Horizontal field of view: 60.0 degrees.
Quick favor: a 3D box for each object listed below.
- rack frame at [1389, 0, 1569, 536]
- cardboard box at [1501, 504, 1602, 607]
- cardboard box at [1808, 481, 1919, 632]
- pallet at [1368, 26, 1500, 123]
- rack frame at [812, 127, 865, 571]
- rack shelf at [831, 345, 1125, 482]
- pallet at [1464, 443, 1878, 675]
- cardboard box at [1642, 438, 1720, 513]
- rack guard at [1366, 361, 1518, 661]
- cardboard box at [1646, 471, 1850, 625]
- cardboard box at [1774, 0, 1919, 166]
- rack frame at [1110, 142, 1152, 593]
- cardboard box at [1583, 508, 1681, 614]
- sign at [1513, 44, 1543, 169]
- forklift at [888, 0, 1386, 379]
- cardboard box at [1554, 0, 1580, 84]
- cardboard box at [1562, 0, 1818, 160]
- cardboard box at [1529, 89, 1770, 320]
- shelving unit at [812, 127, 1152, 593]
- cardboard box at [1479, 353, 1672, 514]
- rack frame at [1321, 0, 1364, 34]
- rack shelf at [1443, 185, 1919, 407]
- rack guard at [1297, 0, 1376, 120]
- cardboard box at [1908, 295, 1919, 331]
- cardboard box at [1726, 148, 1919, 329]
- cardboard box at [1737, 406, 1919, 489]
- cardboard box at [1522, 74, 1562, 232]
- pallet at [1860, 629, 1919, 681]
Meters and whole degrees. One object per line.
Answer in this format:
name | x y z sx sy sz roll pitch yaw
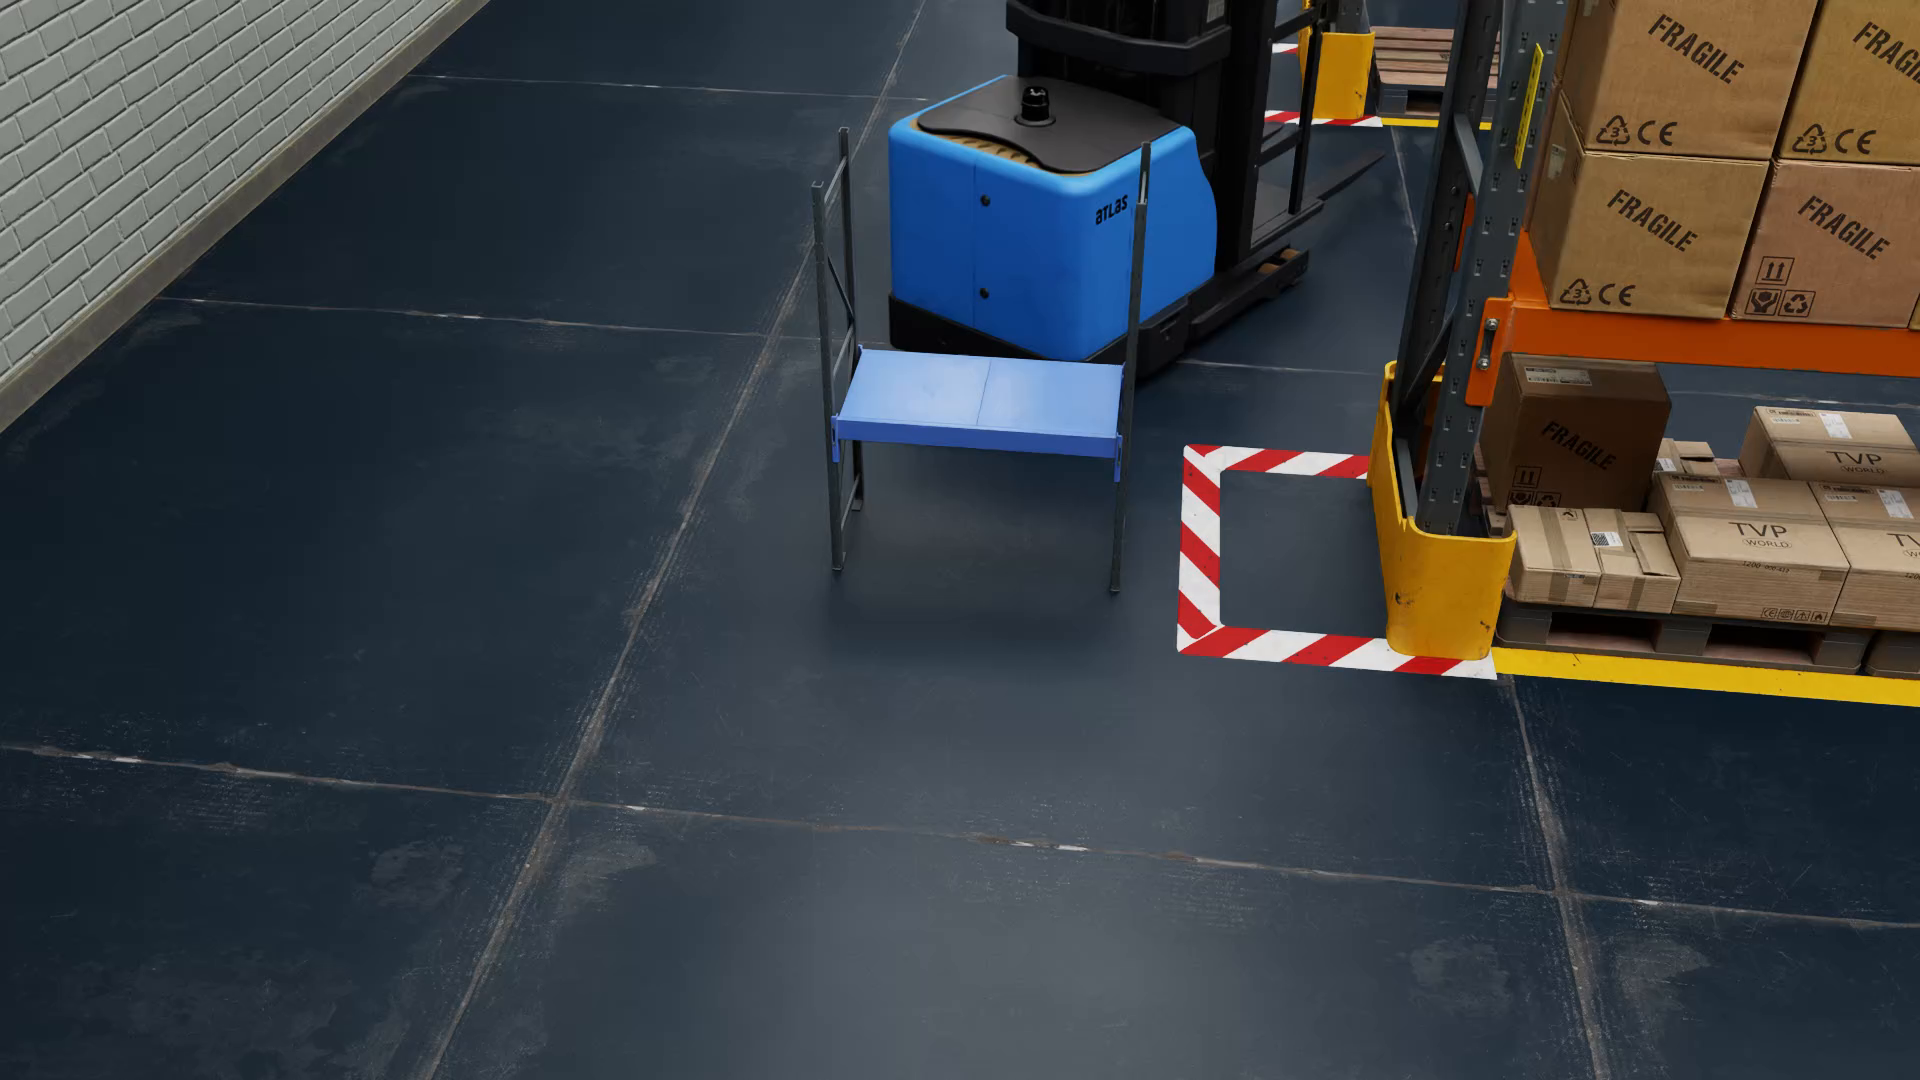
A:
rack frame | 1.641 -1.160 5.293 0.127 3.000 1.000 4 36 6
cardboard box | 2.013 0.051 5.672 0.250 0.149 0.380 4 36 6
cardboard box | 3.136 0.058 5.575 0.500 0.250 0.500 4 36 6
pallet | 3.089 -2.795 9.985 1.213 0.211 1.003 4 36 6
rack frame | -0.420 -0.642 5.858 0.032 1.500 0.500 4 36 6
rack shelf | 0.085 -0.458 5.910 1.000 0.185 0.538 4 36 6
pallet | 2.507 0.040 6.013 1.213 0.211 1.003 4 36 6
cardboard box | 2.602 -0.205 6.016 0.250 0.166 0.380 4 36 6
rack guard | 1.716 -0.137 6.011 0.348 0.500 1.175 4 36 6
cardboard box | 2.640 0.021 5.626 0.500 0.250 0.500 4 36 6
cardboard box | 2.567 -1.388 4.666 0.500 0.500 0.500 5 36 6
rack frame | 0.589 -0.567 5.753 0.032 1.500 0.500 4 36 6
cardboard box | 2.260 0.062 5.641 0.250 0.166 0.380 4 36 6
sign | 1.572 -1.199 4.603 0.005 0.325 0.100 4 36 6
forklift | 1.014 -2.495 7.223 1.130 2.935 3.031 26 43 31
cardboard box | 2.117 -1.733 5.149 0.500 0.500 0.500 4 36 6
cardboard box | 2.048 -1.423 4.714 0.500 0.500 0.500 5 36 7
cardboard box | 2.048 -1.016 5.005 0.500 0.500 0.500 5 36 7
shelving unit | 0.085 -0.604 5.805 1.048 1.500 0.538 4 36 6
cardboard box | 2.212 -0.423 6.034 0.500 0.500 0.500 4 36 6
rack frame | 2.276 -4.013 9.291 0.127 3.000 1.000 4 36 6
rack shelf | 3.625 -0.719 5.294 4.000 0.370 1.077 4 36 6
rack guard | 2.250 -2.990 10.010 0.348 0.500 1.175 4 36 6
cardboard box | 3.057 -0.942 4.901 0.500 0.500 0.500 4 36 6
cardboard box | 2.560 -0.980 4.956 0.500 0.500 0.500 4 36 5
cardboard box | 3.150 -0.234 5.983 0.500 0.250 0.500 4 36 6
cardboard box | 2.120 -1.324 5.437 0.500 0.500 0.500 5 36 7
pallet | 3.714 0.131 5.885 1.213 0.211 1.003 4 36 6
